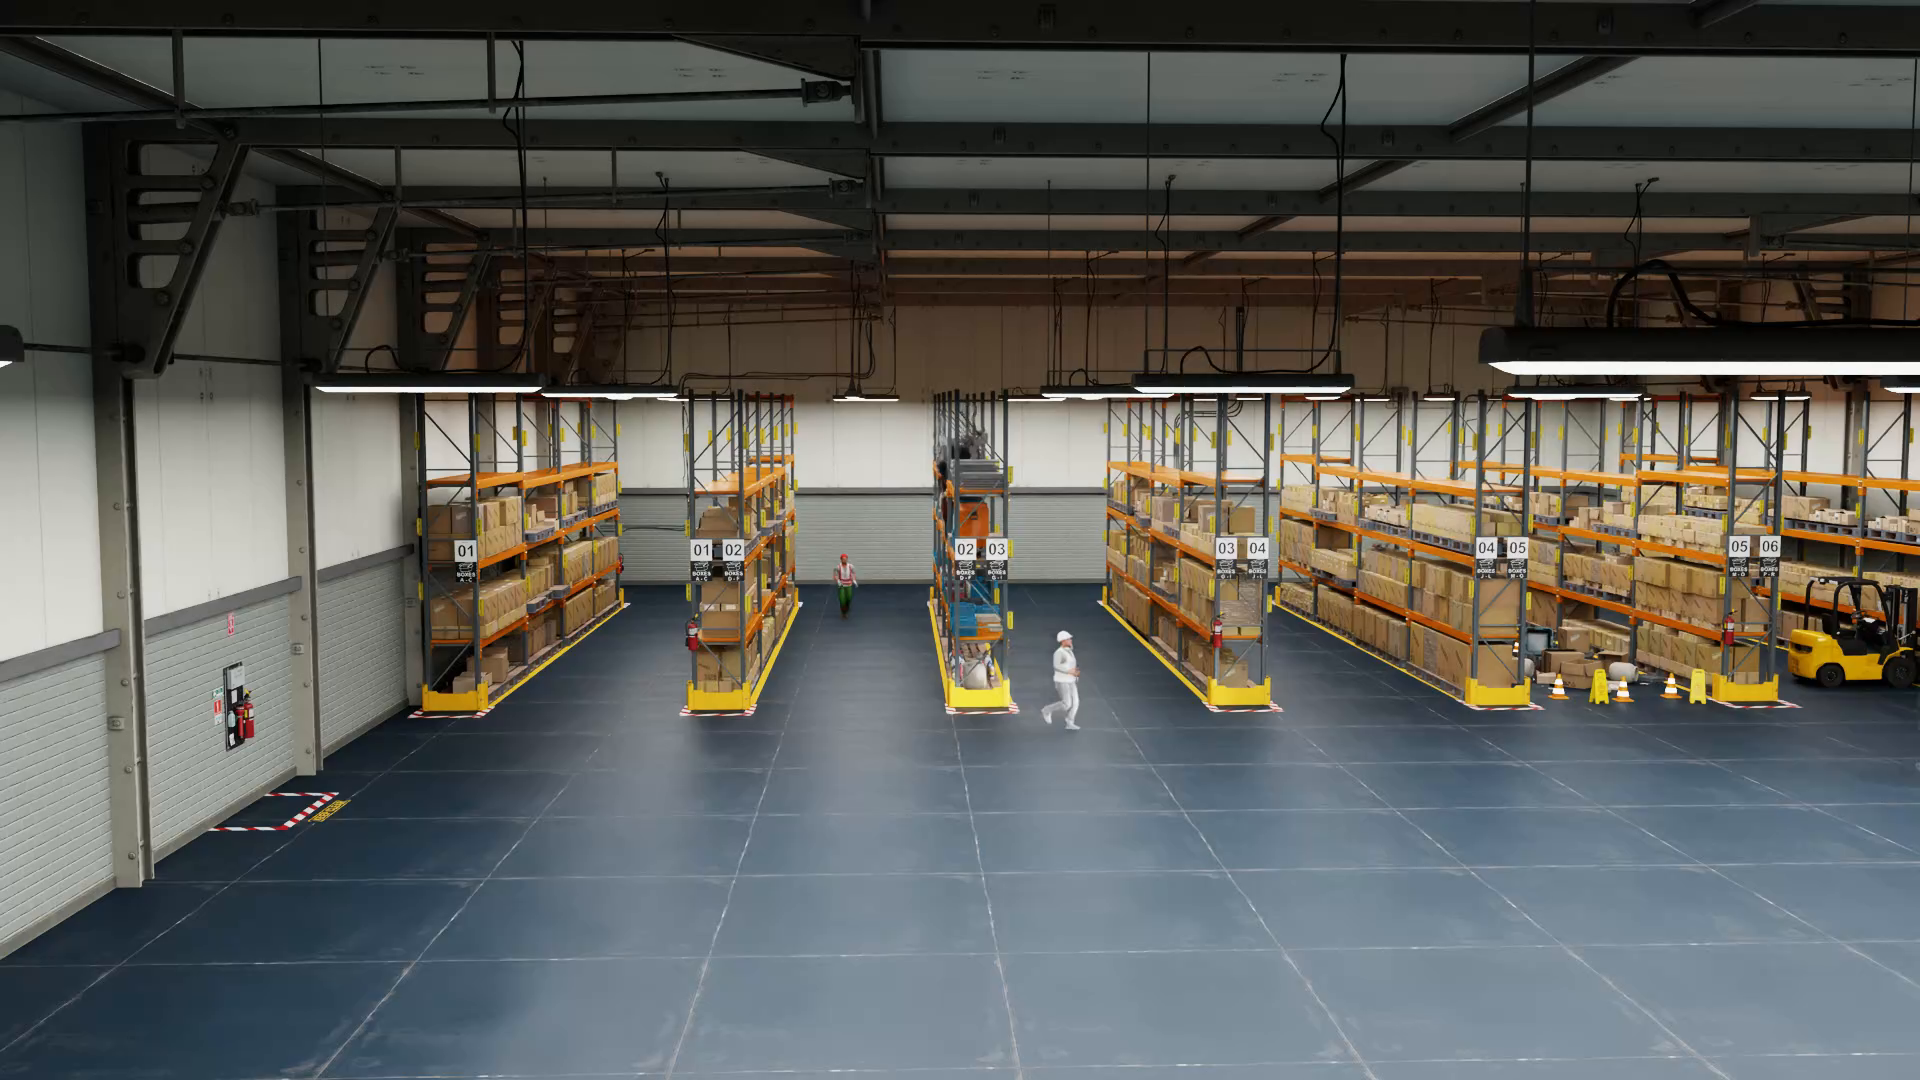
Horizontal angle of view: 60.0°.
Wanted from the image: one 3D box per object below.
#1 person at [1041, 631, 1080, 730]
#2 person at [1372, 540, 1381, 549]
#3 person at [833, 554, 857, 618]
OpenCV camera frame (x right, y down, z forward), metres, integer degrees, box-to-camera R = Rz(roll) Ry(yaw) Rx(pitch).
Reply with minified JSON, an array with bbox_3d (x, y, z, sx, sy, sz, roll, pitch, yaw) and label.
[{"bbox_3d":[1.813,2.468,29.271,0.728,1.738,0.657,2,5,25],"label":"person"},{"bbox_3d":[12.381,0.871,49.265,0.740,1.758,0.553,0,5,1],"label":"person"},{"bbox_3d":[-3.071,1.227,44.537,0.662,1.733,0.631,-1,5,-11],"label":"person"}]
